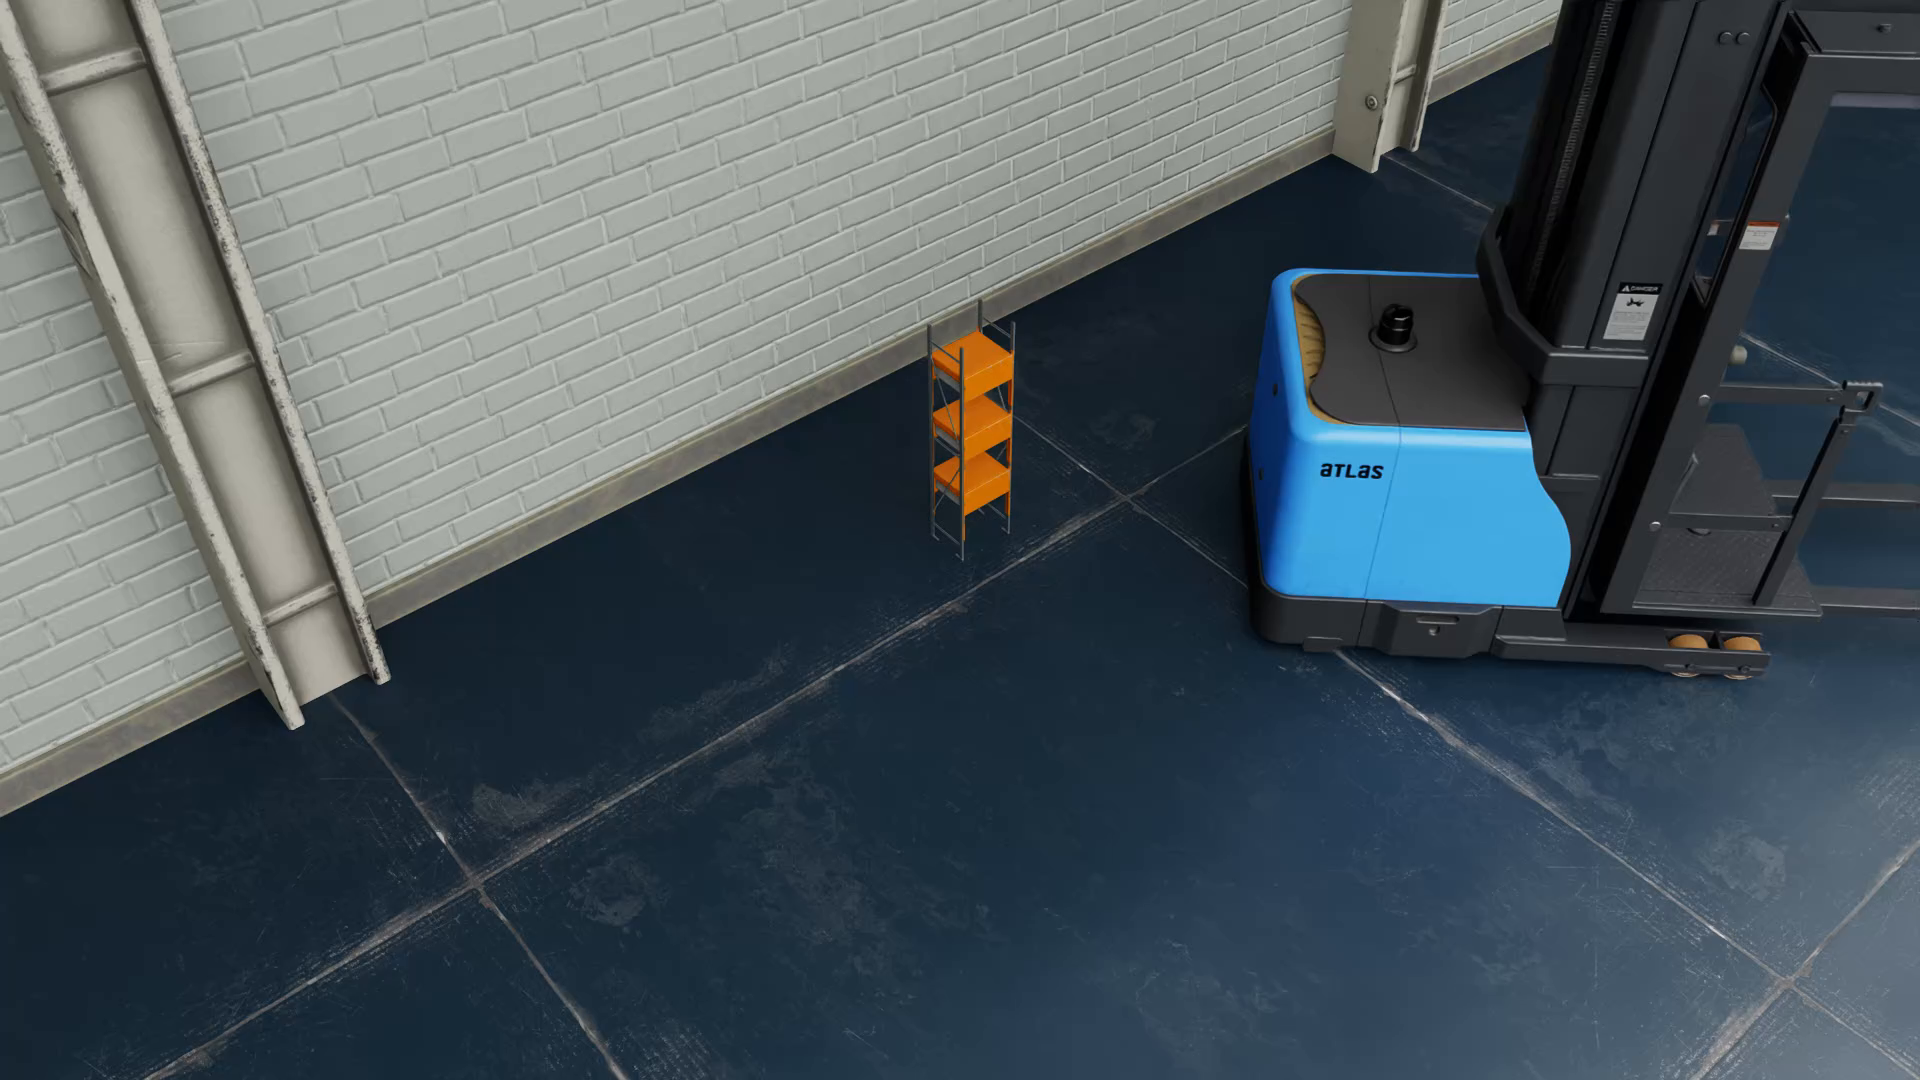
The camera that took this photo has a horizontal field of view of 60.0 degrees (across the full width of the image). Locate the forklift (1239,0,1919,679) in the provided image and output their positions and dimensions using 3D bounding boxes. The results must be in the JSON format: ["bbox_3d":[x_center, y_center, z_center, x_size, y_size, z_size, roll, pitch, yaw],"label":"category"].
[{"bbox_3d":[2.648,-0.927,5.596,3.031,2.935,1.130,2,43,3],"label":"forklift"}]

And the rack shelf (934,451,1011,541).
[{"bbox_3d":[0.041,-0.196,6.613,0.240,0.259,0.215,-30,51,-28],"label":"rack shelf"}]

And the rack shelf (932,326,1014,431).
[{"bbox_3d":[0.041,-0.605,6.229,0.240,0.259,0.215,-30,51,-28],"label":"rack shelf"}]

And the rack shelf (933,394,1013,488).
[{"bbox_3d":[0.041,-0.398,6.423,0.240,0.259,0.215,-30,51,-28],"label":"rack shelf"}]

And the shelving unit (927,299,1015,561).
[{"bbox_3d":[0.041,-0.406,6.416,0.252,1.050,0.215,-30,51,-28],"label":"shelving unit"}]

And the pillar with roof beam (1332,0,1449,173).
[{"bbox_3d":[4.996,-3.133,3.512,0.400,9.000,9.100,-30,51,-28],"label":"pillar with roof beam"}]

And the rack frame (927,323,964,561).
[{"bbox_3d":[-0.053,-0.353,6.359,0.008,1.050,0.200,-30,51,-28],"label":"rack frame"}]

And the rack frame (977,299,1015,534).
[{"bbox_3d":[0.135,-0.460,6.473,0.008,1.050,0.200,-30,51,-28],"label":"rack frame"}]

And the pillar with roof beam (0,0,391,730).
[{"bbox_3d":[0.394,-0.497,0.706,0.400,9.000,9.100,-30,51,-28],"label":"pillar with roof beam"}]
